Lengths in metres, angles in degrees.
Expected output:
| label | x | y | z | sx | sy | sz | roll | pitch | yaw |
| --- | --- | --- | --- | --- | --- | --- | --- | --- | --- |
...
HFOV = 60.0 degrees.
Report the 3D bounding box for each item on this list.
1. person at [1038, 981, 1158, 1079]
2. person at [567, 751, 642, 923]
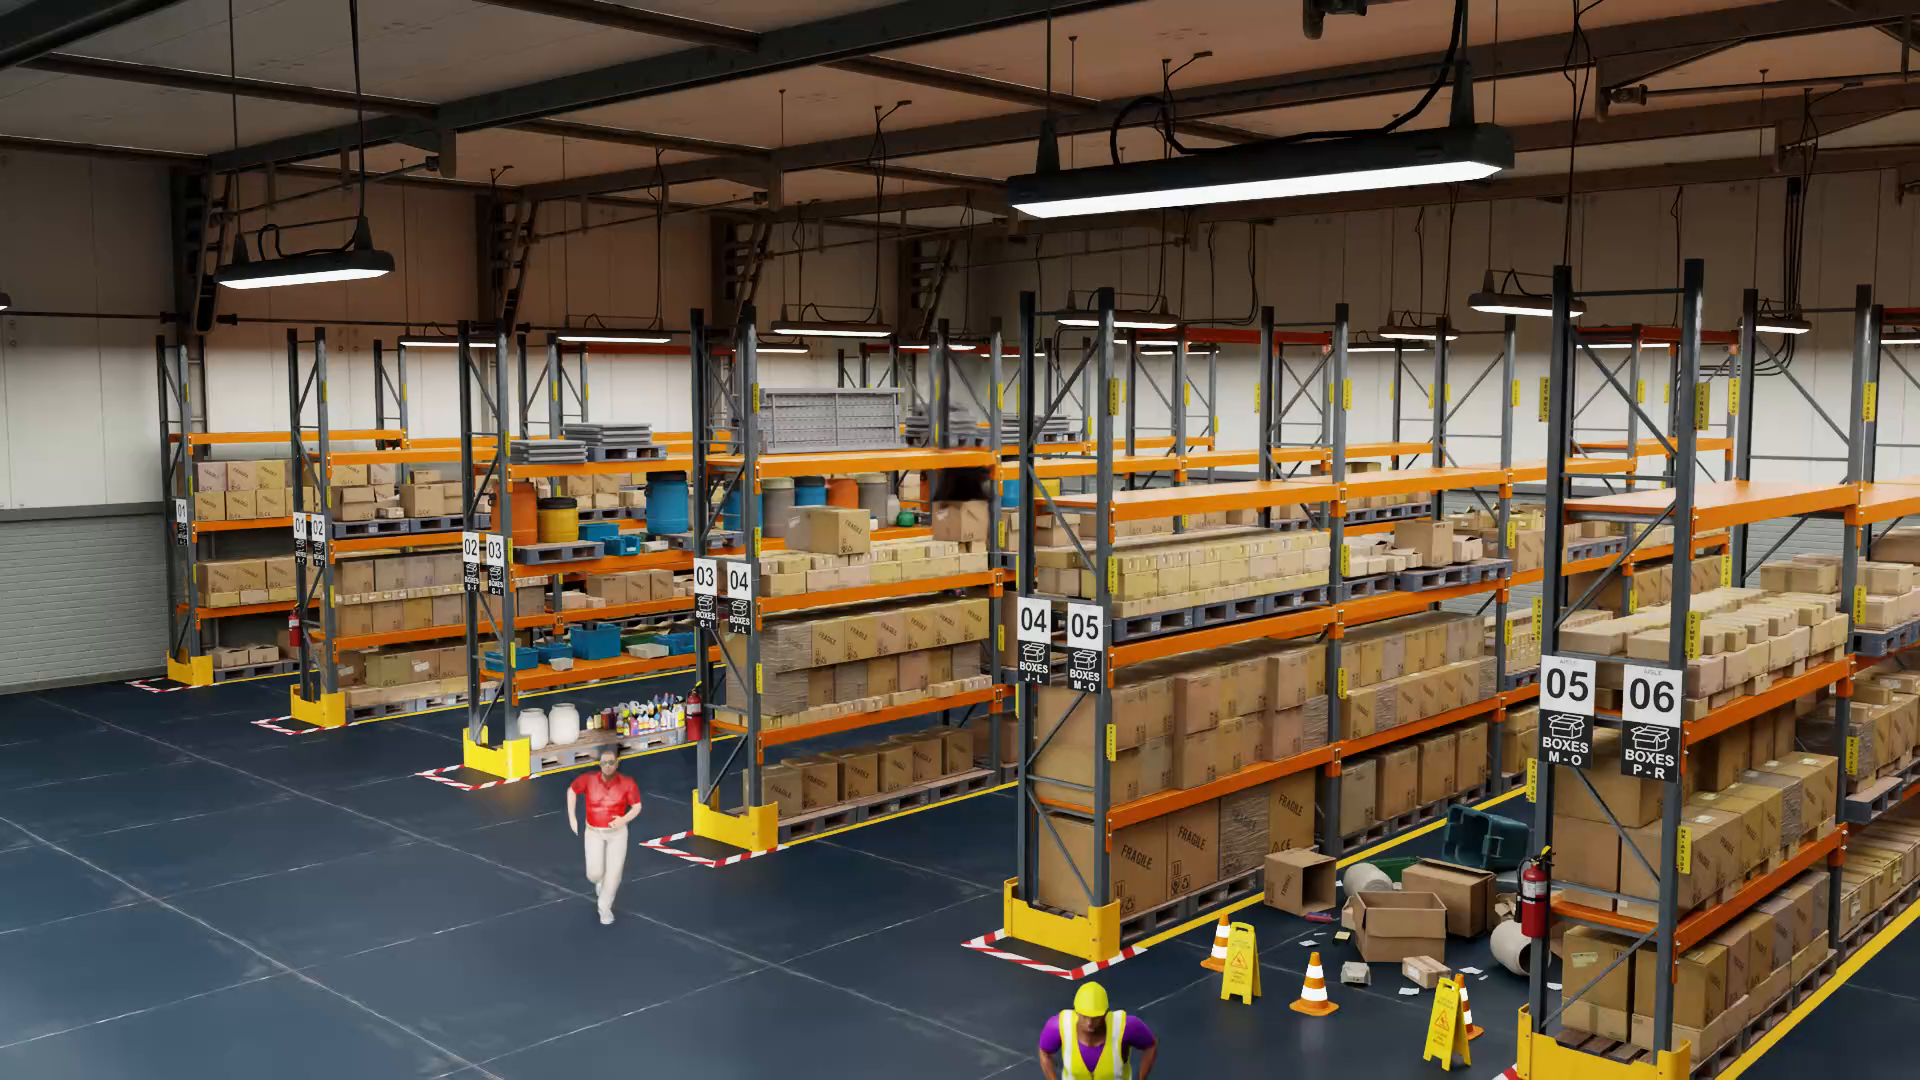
| label | x | y | z | sx | sy | sz | roll | pitch | yaw |
| --- | --- | --- | --- | --- | --- | --- | --- | --- | --- |
| person | 0.833 | 3.400 | 10.079 | 0.718 | 1.712 | 1.015 | 1 | 5 | 6 |
| person | -3.406 | 2.848 | 15.936 | 0.706 | 1.680 | 0.674 | -1 | 5 | -9 |
